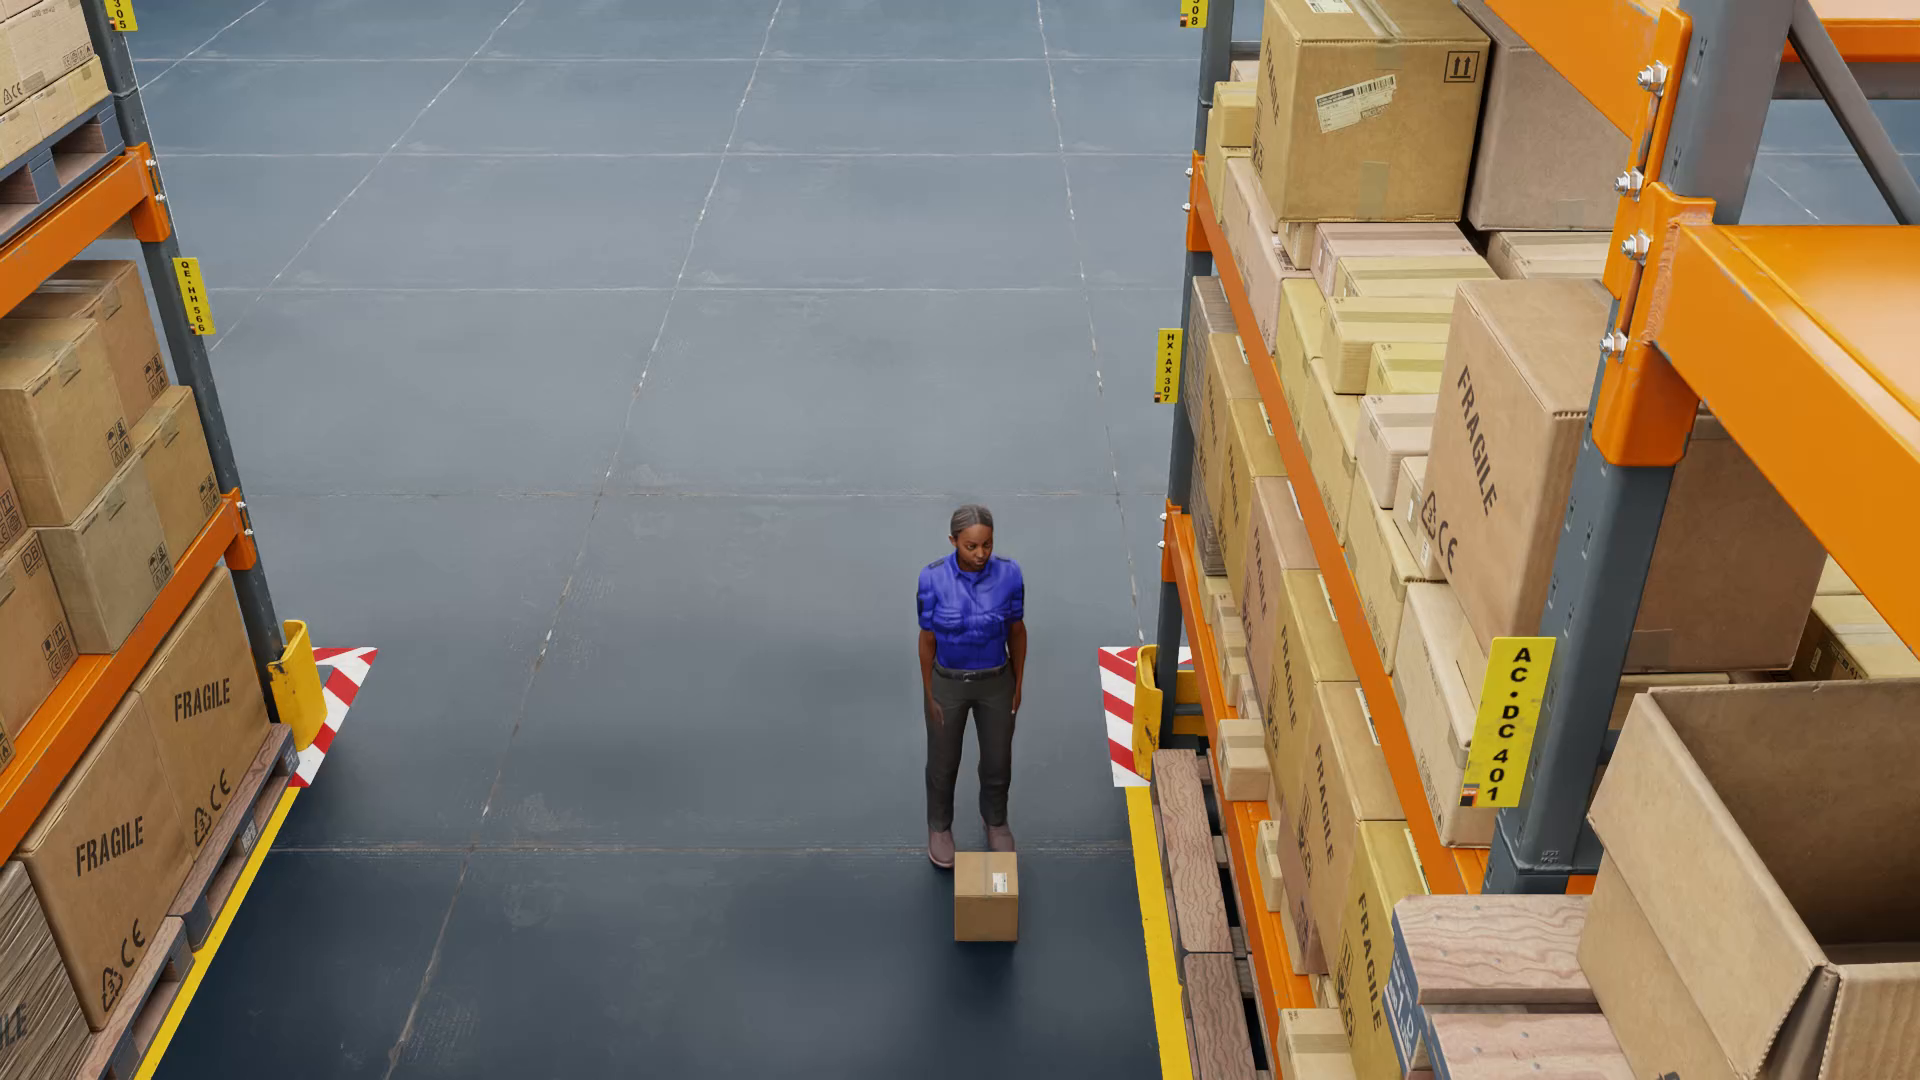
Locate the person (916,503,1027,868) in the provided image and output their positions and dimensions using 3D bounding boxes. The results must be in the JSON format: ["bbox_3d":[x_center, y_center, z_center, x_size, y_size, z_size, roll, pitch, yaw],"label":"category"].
[{"bbox_3d":[0.053,0.596,6.693,0.437,1.674,0.322,-4,32,-6],"label":"person"}]
